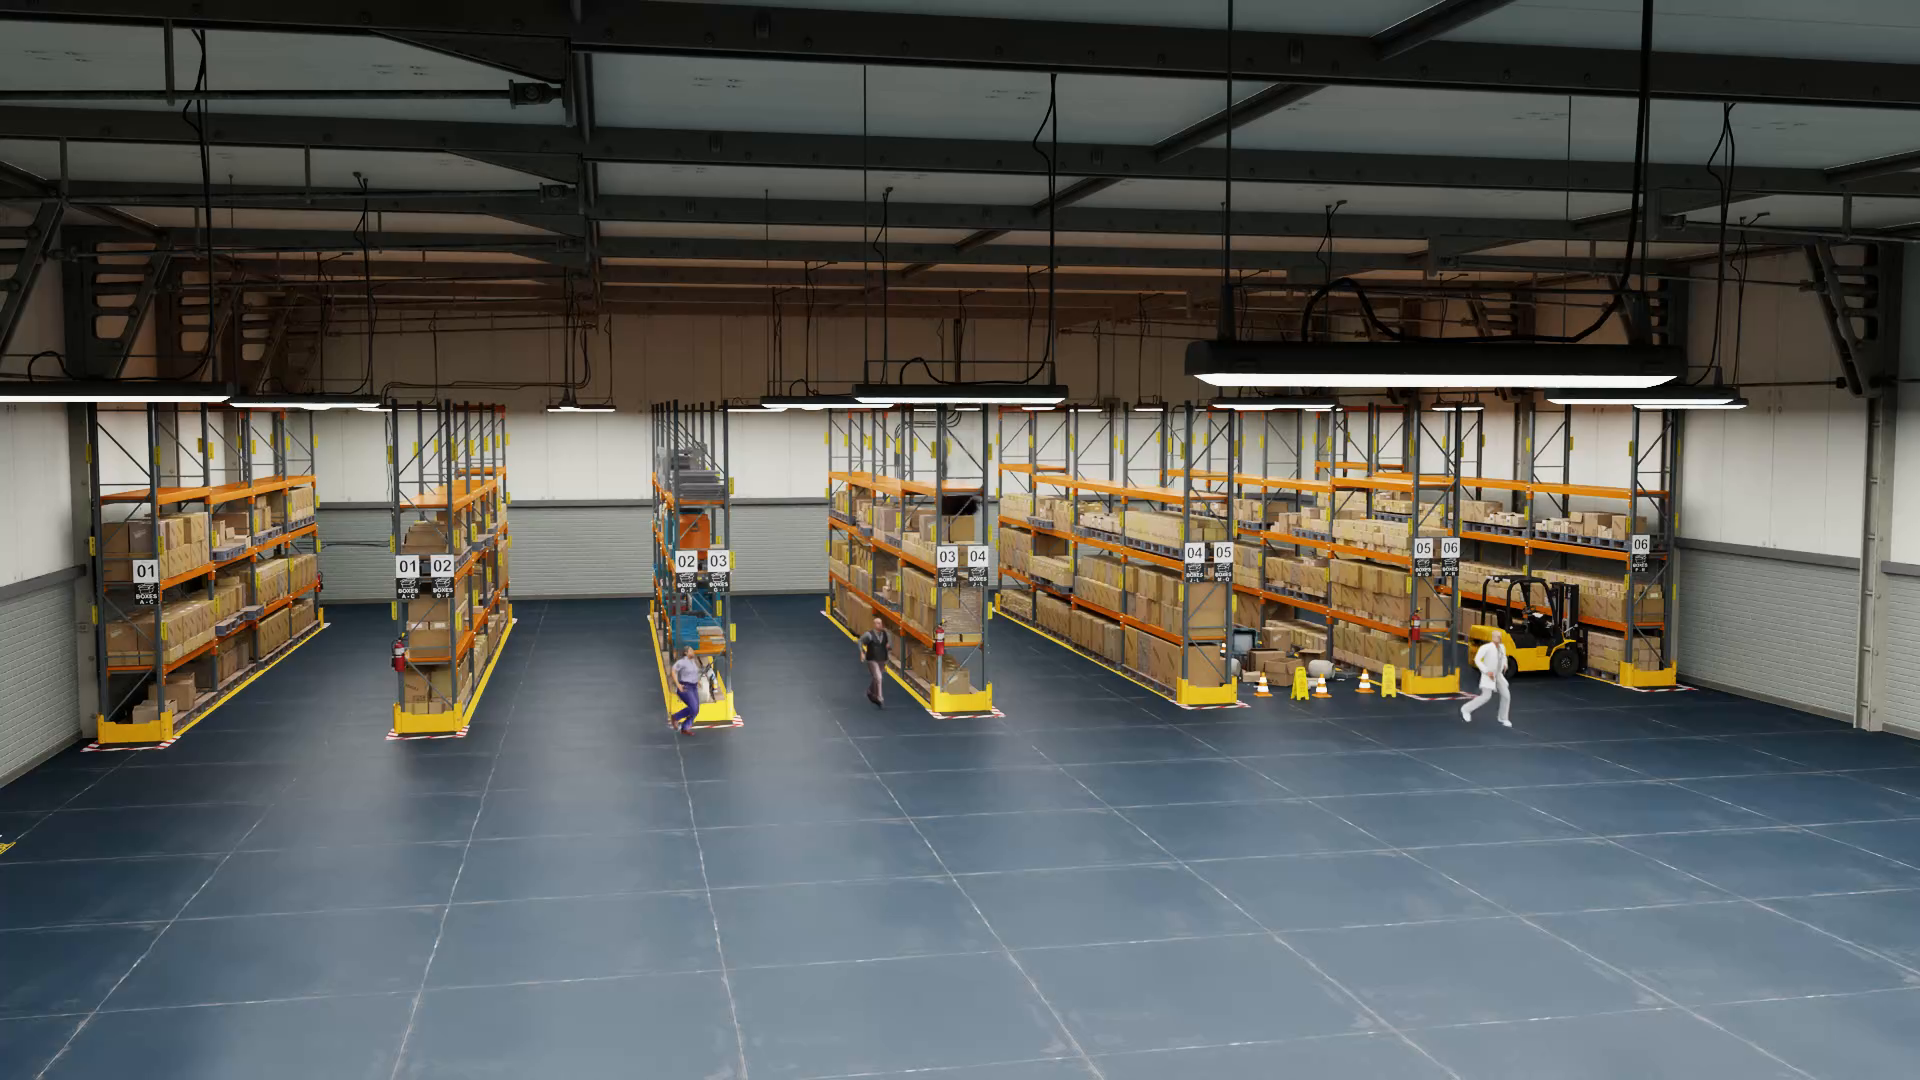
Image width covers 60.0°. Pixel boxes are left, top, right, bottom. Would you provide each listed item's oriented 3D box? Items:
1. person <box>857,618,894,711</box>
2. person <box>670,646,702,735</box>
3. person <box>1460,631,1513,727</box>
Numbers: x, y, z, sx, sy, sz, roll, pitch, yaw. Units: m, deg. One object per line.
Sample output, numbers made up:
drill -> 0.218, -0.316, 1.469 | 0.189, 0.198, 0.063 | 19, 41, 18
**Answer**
person -> -1.629, 2.402, 32.514 | 0.628, 1.771, 0.871 | -3, 5, -34
person -> -4.867, 2.697, 29.865 | 0.523, 1.576, 0.663 | 1, 5, 17
person -> 9.805, 2.559, 30.744 | 0.921, 1.782, 0.791 | -3, 5, -33
